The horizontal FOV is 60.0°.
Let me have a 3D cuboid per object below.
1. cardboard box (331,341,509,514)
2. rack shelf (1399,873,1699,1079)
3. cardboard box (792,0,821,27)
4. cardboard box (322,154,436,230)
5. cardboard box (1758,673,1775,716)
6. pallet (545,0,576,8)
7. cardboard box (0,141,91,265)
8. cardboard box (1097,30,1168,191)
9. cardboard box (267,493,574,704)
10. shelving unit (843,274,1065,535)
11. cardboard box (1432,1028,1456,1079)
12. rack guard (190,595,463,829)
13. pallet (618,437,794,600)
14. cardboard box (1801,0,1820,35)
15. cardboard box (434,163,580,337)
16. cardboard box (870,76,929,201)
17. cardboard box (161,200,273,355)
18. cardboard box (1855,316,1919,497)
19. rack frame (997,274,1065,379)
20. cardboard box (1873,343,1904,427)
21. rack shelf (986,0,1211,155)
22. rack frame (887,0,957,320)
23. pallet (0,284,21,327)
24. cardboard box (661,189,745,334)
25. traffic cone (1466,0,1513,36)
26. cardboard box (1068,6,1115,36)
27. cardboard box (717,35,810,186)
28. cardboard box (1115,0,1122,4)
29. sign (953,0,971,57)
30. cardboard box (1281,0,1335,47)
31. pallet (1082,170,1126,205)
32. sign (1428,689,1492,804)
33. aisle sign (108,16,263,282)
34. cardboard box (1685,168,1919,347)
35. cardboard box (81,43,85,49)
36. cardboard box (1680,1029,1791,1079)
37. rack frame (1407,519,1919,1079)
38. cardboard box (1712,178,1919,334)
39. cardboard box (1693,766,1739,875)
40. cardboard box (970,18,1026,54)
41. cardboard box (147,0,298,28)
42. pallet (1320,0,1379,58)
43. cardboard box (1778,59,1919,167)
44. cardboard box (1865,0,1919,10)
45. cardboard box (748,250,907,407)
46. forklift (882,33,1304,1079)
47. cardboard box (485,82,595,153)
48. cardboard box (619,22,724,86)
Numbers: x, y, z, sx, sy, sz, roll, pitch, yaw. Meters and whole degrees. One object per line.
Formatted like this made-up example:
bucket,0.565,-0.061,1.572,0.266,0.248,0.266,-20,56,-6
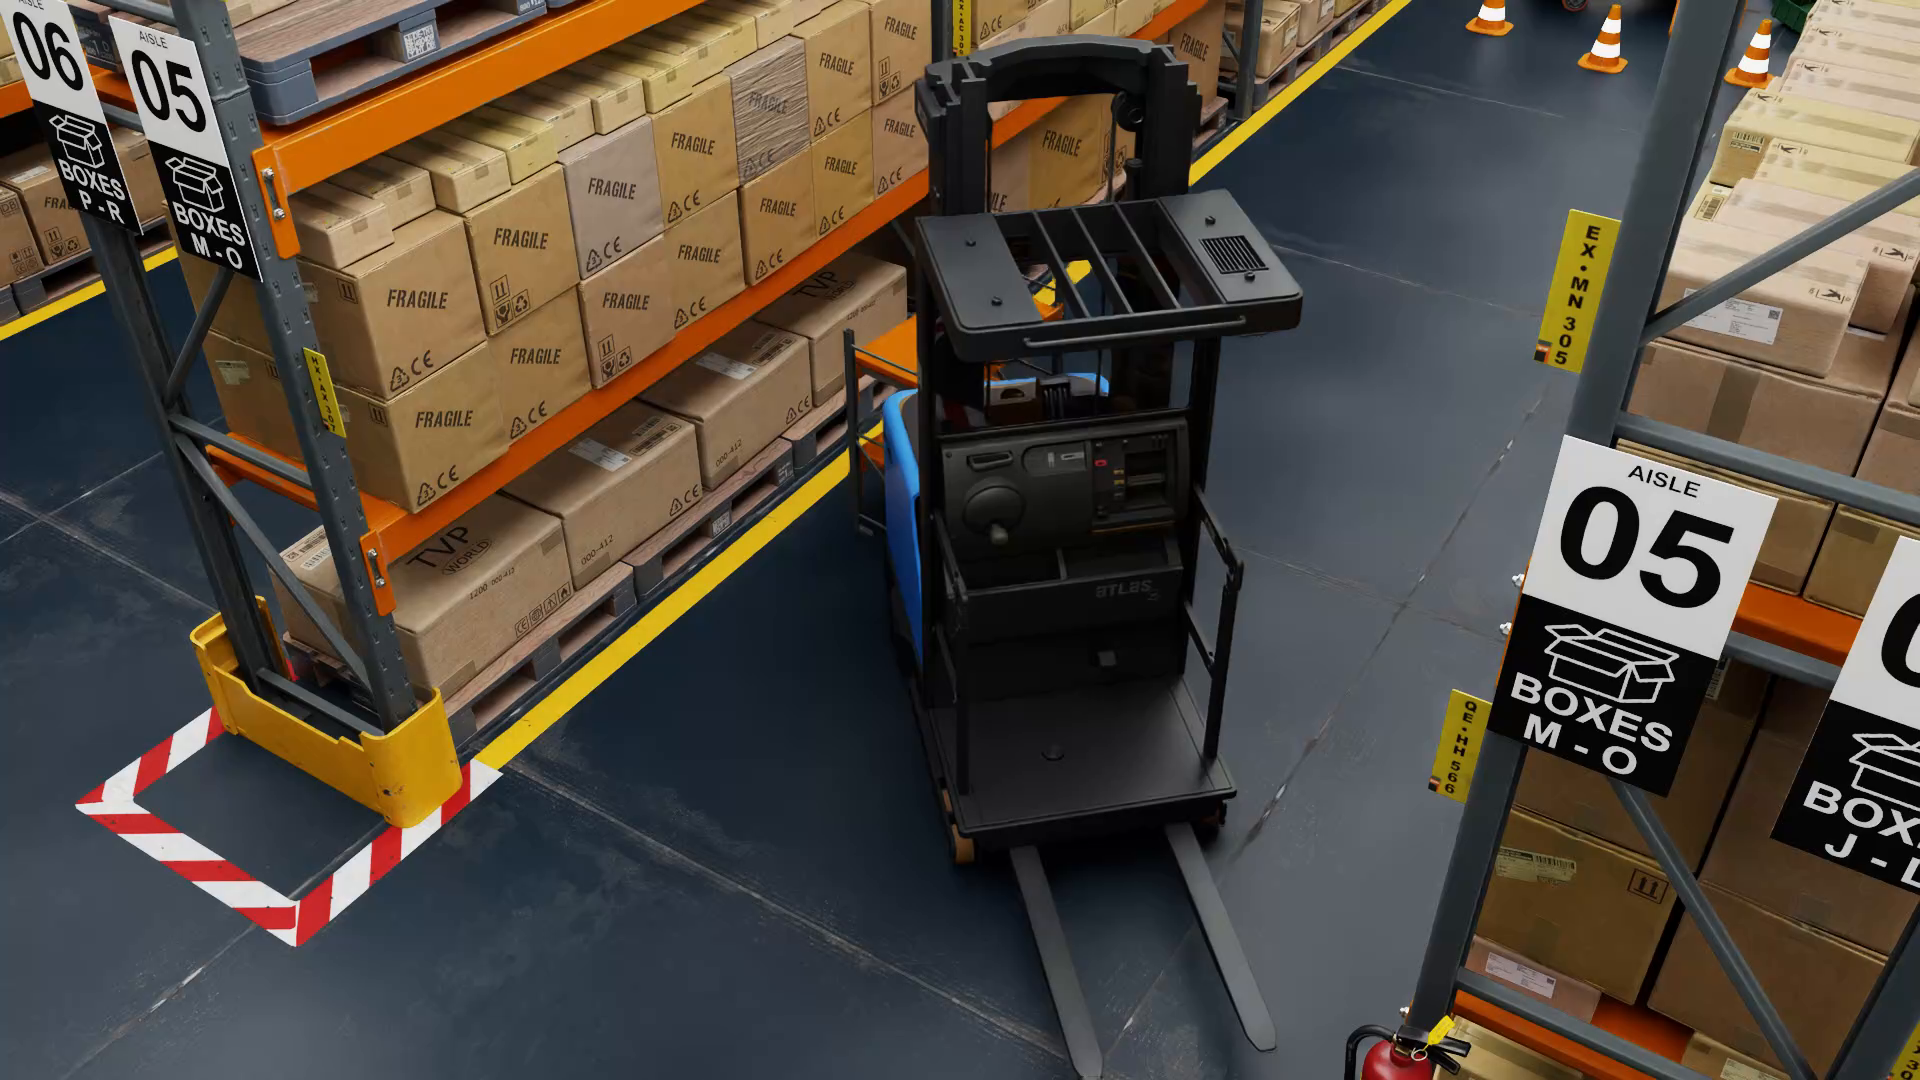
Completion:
cardboard box,-2.104,-0.497,6.296,0.500,0.500,0.500,21,42,25
rack shelf,2.701,0.517,5.651,1.077,0.370,4.000,21,42,25
cardboard box,-0.852,-2.434,7.457,0.380,0.149,0.250,21,42,25
cardboard box,-2.100,-1.248,5.919,0.380,0.149,0.250,22,43,26
cardboard box,2.359,0.303,4.196,0.500,0.500,0.500,22,43,26
pallet,-1.563,-2.474,6.558,1.003,0.211,1.213,21,42,25
cardboard box,-5.531,-2.054,10.101,0.500,0.500,0.500,22,43,26
cardboard box,0.760,-2.966,10.976,0.875,0.875,0.875,22,43,26
cardboard box,-2.335,0.171,7.265,0.875,0.438,0.875,20,42,24
shelving unit,-0.011,-0.666,8.132,0.538,1.125,1.048,26,45,30
cardboard box,1.672,1.742,5.220,0.380,0.149,0.250,20,42,24
rack guard,-2.617,0.698,6.874,1.175,0.500,0.348,21,42,25
pallet,-1.587,-0.264,8.359,1.003,0.211,1.213,21,42,25
cardboard box,2.760,-1.446,4.865,0.500,0.250,0.500,22,43,26
cardboard box,-1.835,-1.163,6.340,0.500,0.500,0.500,20,42,24
cardboard box,-0.494,-2.083,8.353,0.500,0.500,0.500,22,43,26
cardboard box,-2.547,-1.066,6.215,0.500,0.500,0.500,23,43,27
cardboard box,2.090,-0.210,3.262,0.500,0.250,0.500,22,43,26
rack frame,0.307,-0.908,8.446,0.500,1.125,0.032,26,45,30
cardboard box,2.372,-0.284,3.766,0.500,0.250,0.500,23,43,26
rack shelf,0.611,-3.112,10.359,1.077,0.370,4.000,21,42,25
rack frame,-0.461,-2.366,8.802,1.000,3.000,0.127,21,42,25
pallet,-6.330,-1.272,9.667,1.003,0.211,1.213,21,42,25
cardboard box,-1.315,-1.287,7.320,0.500,0.500,0.500,23,43,27
traffic cone,4.343,-4.389,13.503,0.336,0.463,0.334,21,42,25
cardboard box,0.562,-2.974,9.713,0.500,0.250,0.500,21,42,25
cardboard box,-1.024,-1.944,7.353,0.500,0.500,0.500,22,43,26
cardboard box,0.830,-3.430,9.896,0.500,0.250,0.500,20,42,24
sign,0.008,-2.560,8.279,0.100,0.325,0.005,21,42,25
cardboard box,2.382,-4.225,13.022,0.950,0.372,0.625,20,42,24
pallet,0.542,-2.316,11.021,1.003,0.211,1.213,21,42,25
sign,1.172,0.487,3.893,0.100,0.325,0.005,21,42,25
aisle sign,-2.398,-1.202,5.162,0.394,0.787,0.004,21,42,25
cardboard box,1.935,-0.648,3.830,0.500,0.250,0.500,20,42,24
cardboard box,-5.361,-2.995,9.823,0.380,0.149,0.250,22,43,26
cardboard box,2.080,1.303,4.249,0.380,0.149,0.250,21,42,25
rack frame,1.630,1.263,4.094,1.000,3.000,0.127,21,42,25
cardboard box,1.756,-0.591,3.429,0.380,0.149,0.250,22,43,26
cardboard box,2.369,0.680,4.525,0.500,0.500,0.500,21,42,25
cardboard box,0.013,-2.639,8.870,0.500,0.250,0.500,20,42,24
cardboard box,-2.439,-1.900,5.438,0.500,0.250,0.500,17,41,21
pallet,2.756,-4.353,13.663,1.003,0.211,1.213,21,42,25
cardboard box,2.148,-0.999,3.959,0.380,0.149,0.250,20,42,24
cardboard box,2.539,-1.412,4.494,0.380,0.149,0.250,20,42,24
cardboard box,-0.888,-1.229,9.082,0.875,0.438,0.875,21,42,24
forklift,0.440,-0.137,5.966,1.130,2.935,3.031,-7,38,-9
cardboard box,-1.642,-1.638,6.426,0.380,0.149,0.250,22,43,26
cardboard box,-1.215,-2.026,6.928,0.380,0.149,0.250,21,42,25
